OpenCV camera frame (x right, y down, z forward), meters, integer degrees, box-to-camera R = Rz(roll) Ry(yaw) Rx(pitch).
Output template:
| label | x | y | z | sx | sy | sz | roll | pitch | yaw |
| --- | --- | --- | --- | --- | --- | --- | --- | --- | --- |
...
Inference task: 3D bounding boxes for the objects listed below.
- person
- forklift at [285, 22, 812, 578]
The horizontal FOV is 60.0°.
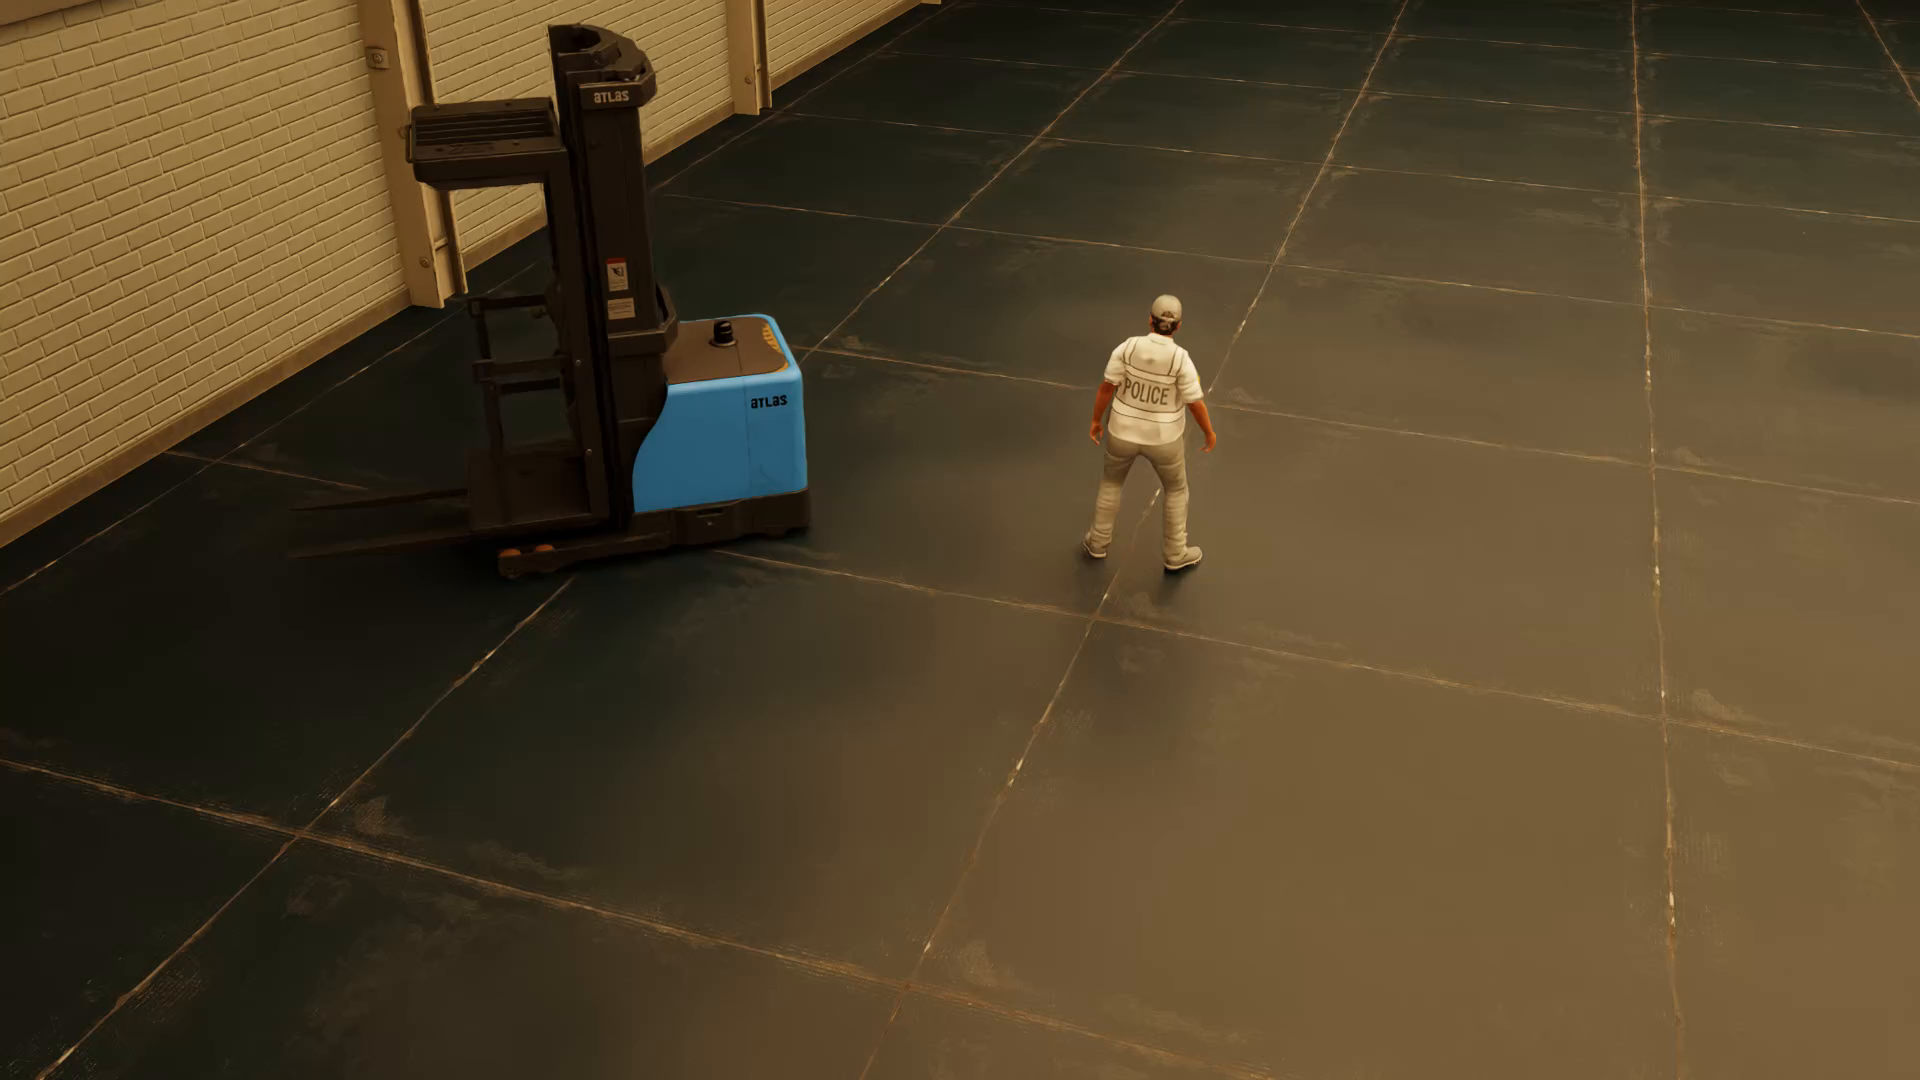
| label | x | y | z | sx | sy | sz | roll | pitch | yaw |
| --- | --- | --- | --- | --- | --- | --- | --- | --- | --- |
| person | 1.079 | -0.612 | 9.518 | 0.752 | 1.655 | 0.418 | 10 | 31 | 16 |
| forklift | -2.482 | -1.342 | 9.491 | 3.031 | 2.935 | 1.130 | -8 | 31 | -14 |
